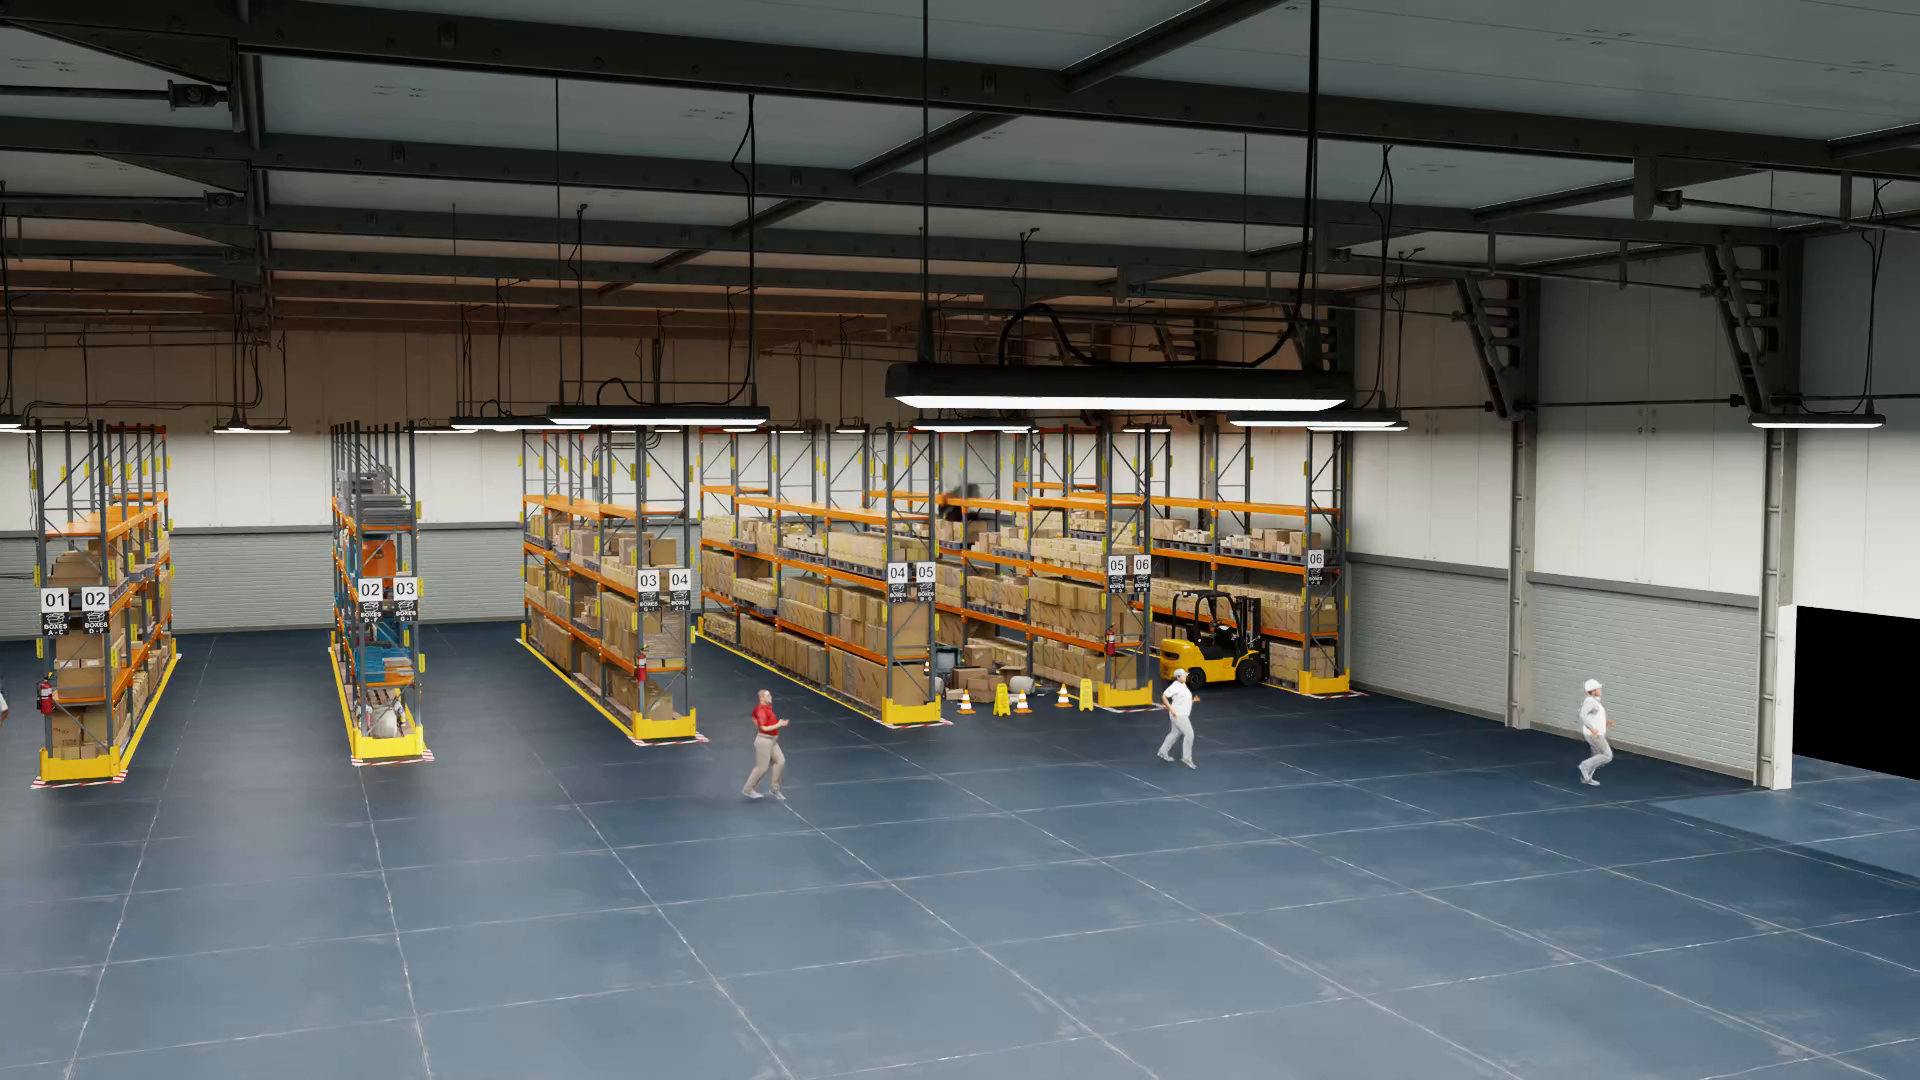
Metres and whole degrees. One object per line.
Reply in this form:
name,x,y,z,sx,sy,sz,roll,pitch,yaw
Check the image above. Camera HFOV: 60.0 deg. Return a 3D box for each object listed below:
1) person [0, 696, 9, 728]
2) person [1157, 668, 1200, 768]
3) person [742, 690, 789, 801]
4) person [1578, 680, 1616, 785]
person,-16.165,3.137,27.601,0.689,1.706,0.605,-2,4,-33
person,3.789,3.090,28.870,0.764,1.729,0.579,1,4,17
person,-3.039,3.239,26.063,0.748,1.797,0.640,0,4,4
person,10.431,3.156,27.218,0.566,1.732,0.650,1,4,21
